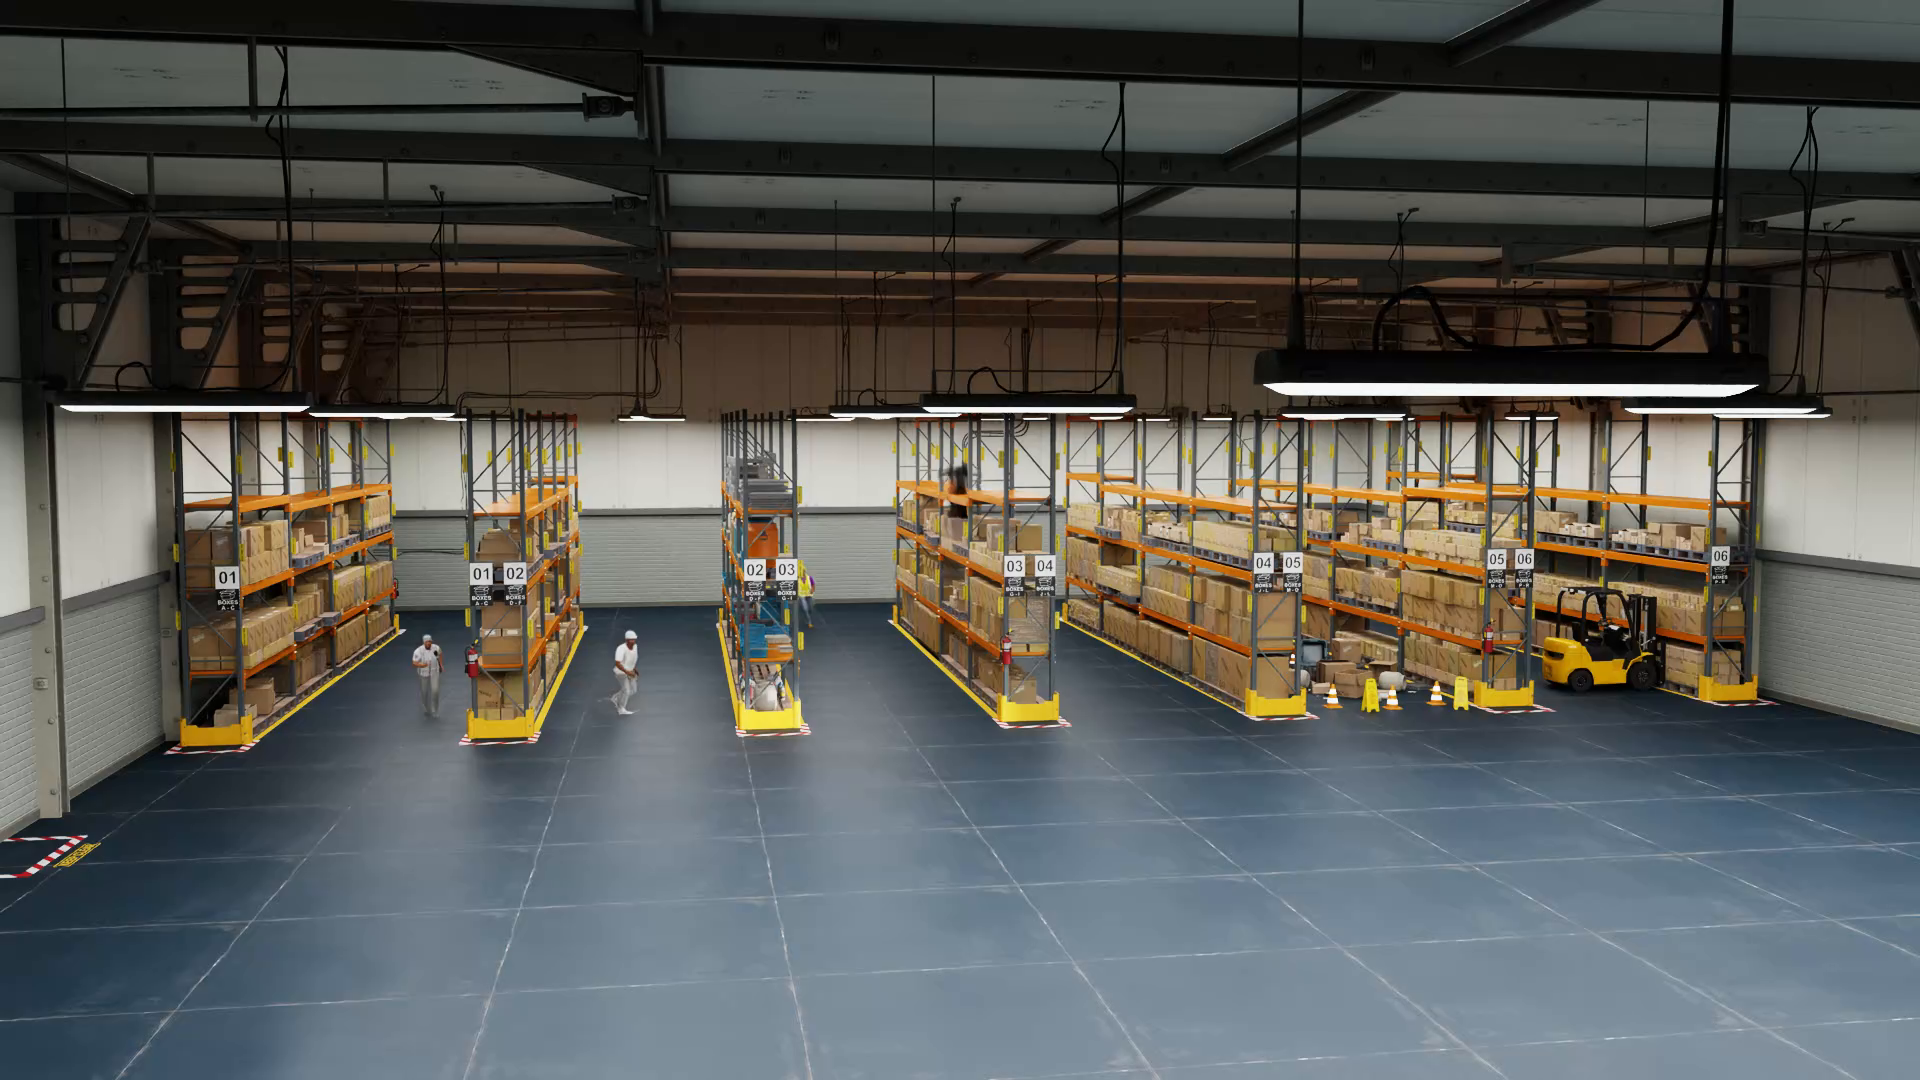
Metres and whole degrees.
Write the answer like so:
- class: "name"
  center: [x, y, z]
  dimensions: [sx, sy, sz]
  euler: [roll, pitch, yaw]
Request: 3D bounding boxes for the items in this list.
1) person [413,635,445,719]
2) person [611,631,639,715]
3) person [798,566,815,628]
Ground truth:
- class: "person"
  center: [-10.403, 2.644, 32.555]
  dimensions: [0.601, 1.642, 0.946]
  euler: [-1, 4, -20]
- class: "person"
  center: [-6.610, 2.609, 32.704]
  dimensions: [0.791, 1.684, 0.708]
  euler: [2, 4, 26]
- class: "person"
  center: [-4.407, 1.598, 46.897]
  dimensions: [0.687, 1.735, 0.868]
  euler: [-2, 4, -21]
